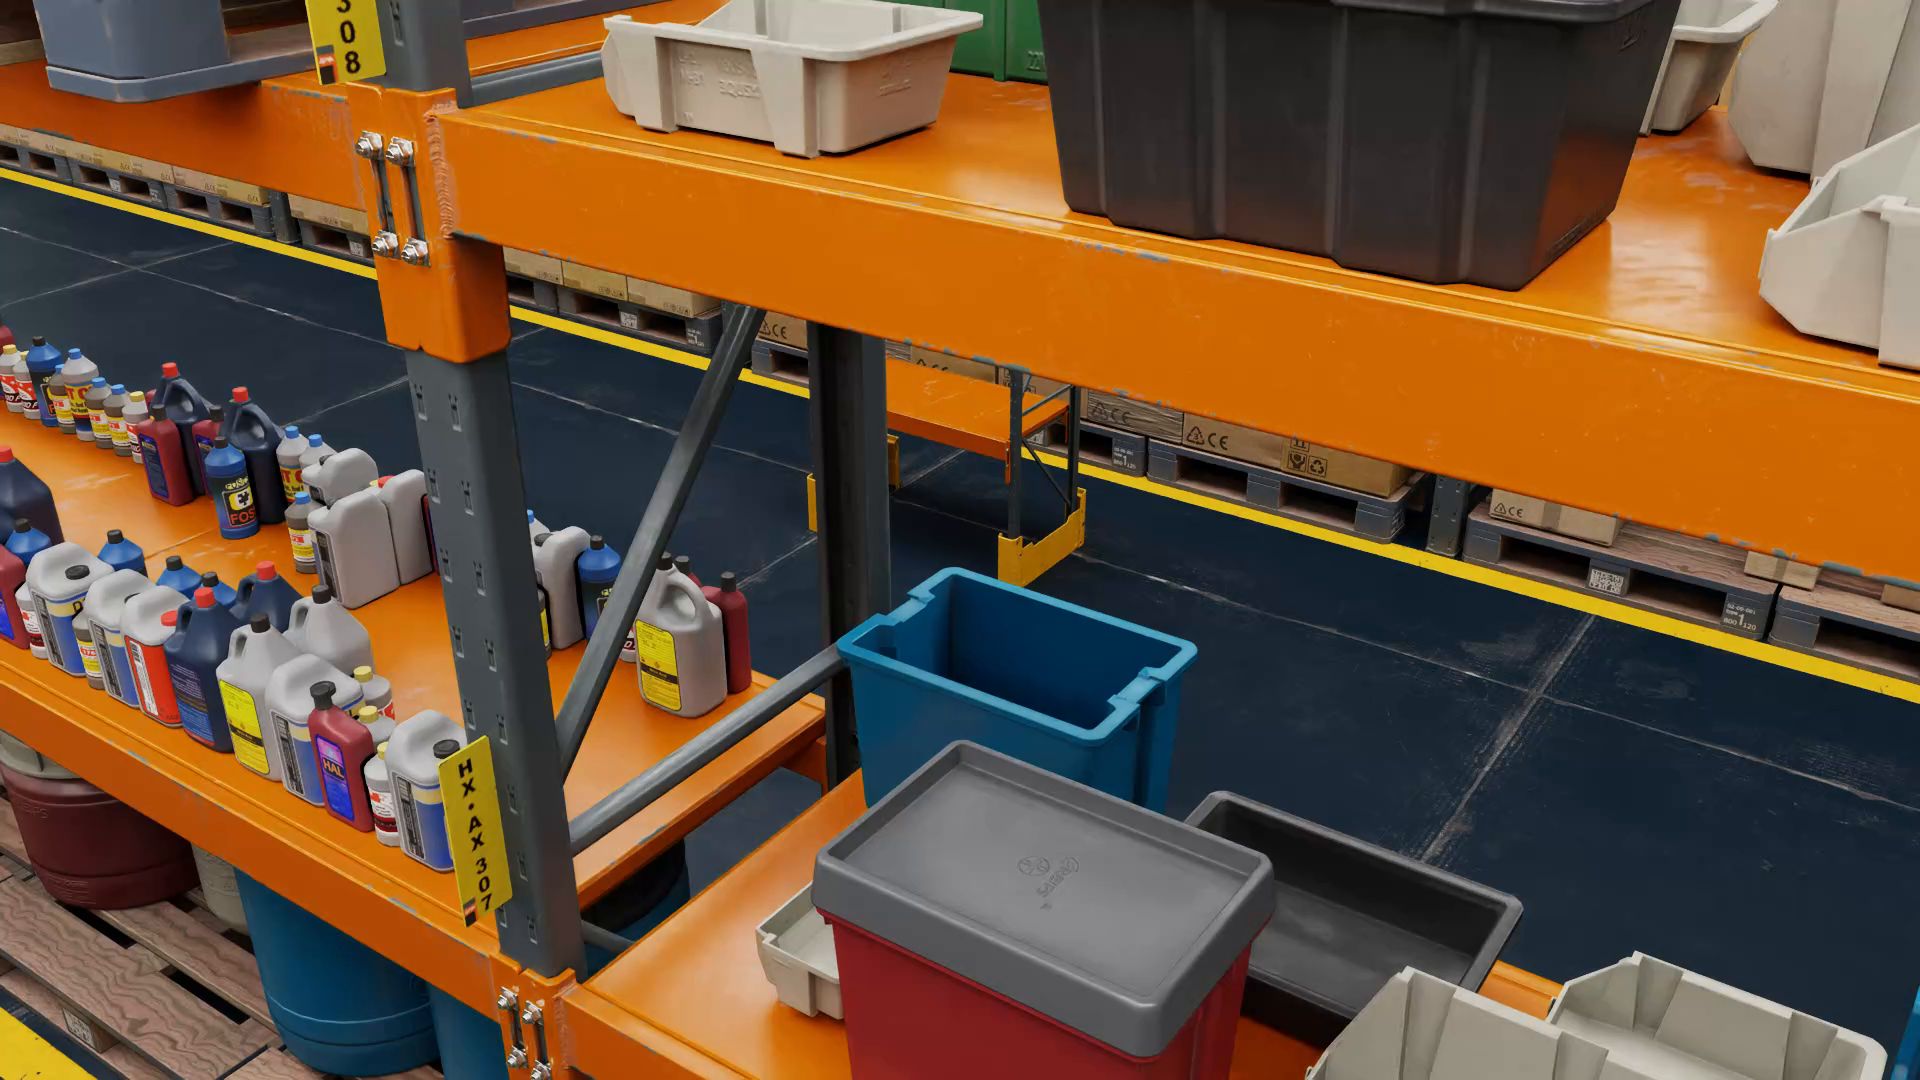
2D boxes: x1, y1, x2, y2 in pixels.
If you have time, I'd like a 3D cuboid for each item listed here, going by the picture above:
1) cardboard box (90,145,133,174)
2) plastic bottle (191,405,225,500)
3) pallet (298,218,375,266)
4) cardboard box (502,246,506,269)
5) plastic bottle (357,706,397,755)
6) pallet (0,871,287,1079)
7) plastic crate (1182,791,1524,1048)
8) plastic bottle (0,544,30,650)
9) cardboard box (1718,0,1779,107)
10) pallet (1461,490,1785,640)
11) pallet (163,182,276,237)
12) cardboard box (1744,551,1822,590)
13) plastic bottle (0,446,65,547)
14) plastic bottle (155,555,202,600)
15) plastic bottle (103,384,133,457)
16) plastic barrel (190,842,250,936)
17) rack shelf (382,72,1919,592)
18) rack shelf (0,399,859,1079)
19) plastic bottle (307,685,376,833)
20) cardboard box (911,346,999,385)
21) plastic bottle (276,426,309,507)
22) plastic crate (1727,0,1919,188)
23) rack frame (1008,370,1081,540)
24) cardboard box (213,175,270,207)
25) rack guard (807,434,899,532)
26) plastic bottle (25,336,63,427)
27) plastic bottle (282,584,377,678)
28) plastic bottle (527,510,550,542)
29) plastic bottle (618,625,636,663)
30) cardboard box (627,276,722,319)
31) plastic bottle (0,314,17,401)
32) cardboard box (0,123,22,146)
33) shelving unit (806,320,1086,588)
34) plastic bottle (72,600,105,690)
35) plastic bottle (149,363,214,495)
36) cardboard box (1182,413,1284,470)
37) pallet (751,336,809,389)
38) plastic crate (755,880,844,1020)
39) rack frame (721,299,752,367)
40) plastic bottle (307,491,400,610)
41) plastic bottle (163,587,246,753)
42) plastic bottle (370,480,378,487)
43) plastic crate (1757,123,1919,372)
[{"bbox_3d":[-6.005,-2.893,12.196,0.500,0.250,0.500,17,32,30],"label":"cardboard box"},{"bbox_3d":[-2.025,-0.238,4.540,0.133,0.283,0.061,17,32,30],"label":"plastic bottle"},{"bbox_3d":[-3.631,-2.094,11.131,1.213,0.211,1.003,17,32,30],"label":"pallet"},{"bbox_3d":[-2.800,-1.882,10.209,0.500,0.250,0.500,18,32,31],"label":"cardboard box"},{"bbox_3d":[-1.168,0.426,3.325,0.097,0.201,0.097,0,27,0],"label":"plastic bottle"},{"bbox_3d":[-2.095,1.110,4.835,1.213,0.211,1.003,17,32,30],"label":"pallet"},{"bbox_3d":[0.602,0.677,2.849,0.590,0.125,0.437,17,32,30],"label":"plastic crate"},{"bbox_3d":[-2.216,0.106,3.863,0.133,0.283,0.061,17,32,30],"label":"plastic bottle"},{"bbox_3d":[2.989,-1.588,5.851,0.500,0.500,0.500,16,31,29],"label":"cardboard box"},{"bbox_3d":[2.900,-0.037,7.090,1.213,0.211,1.003,17,32,30],"label":"pallet"},{"bbox_3d":[-4.892,-2.488,11.906,1.213,0.211,1.003,17,32,30],"label":"pallet"},{"bbox_3d":[3.277,0.017,6.548,0.250,0.166,0.380,17,32,30],"label":"cardboard box"},{"bbox_3d":[-2.349,-0.072,4.138,0.185,0.351,0.144,17,32,30],"label":"plastic bottle"},{"bbox_3d":[-1.753,0.162,3.766,0.097,0.271,0.097,0,27,0],"label":"plastic bottle"},{"bbox_3d":[-2.439,-0.354,4.858,0.097,0.201,0.097,0,27,0],"label":"plastic bottle"},{"bbox_3d":[-1.910,0.810,4.632,0.421,0.512,0.421,0,27,0],"label":"plastic barrel"},{"bbox_3d":[1.175,-0.108,1.642,4.000,0.370,1.077,17,32,30],"label":"rack shelf"},{"bbox_3d":[-2.122,0.201,4.340,4.000,0.370,1.077,17,32,30],"label":"rack shelf"},{"bbox_3d":[-1.198,0.424,3.239,0.133,0.283,0.061,17,32,30],"label":"plastic bottle"},{"bbox_3d":[0.096,-1.079,8.334,0.500,0.500,0.500,17,31,30],"label":"cardboard box"},{"bbox_3d":[-1.754,-0.172,4.423,0.097,0.271,0.097,0,27,0],"label":"plastic bottle"},{"bbox_3d":[1.172,-0.547,1.841,0.530,0.282,0.437,17,32,30],"label":"plastic crate"},{"bbox_3d":[0.349,-0.560,6.696,0.032,1.500,0.500,17,32,30],"label":"rack frame"},{"bbox_3d":[-4.766,-2.510,11.443,0.500,0.250,0.500,17,32,30],"label":"cardboard box"},{"bbox_3d":[-0.473,-0.259,7.483,0.087,0.250,0.587,17,32,30],"label":"rack guard"},{"bbox_3d":[-2.760,-0.485,5.038,0.097,0.271,0.097,0,27,0],"label":"plastic bottle"},{"bbox_3d":[-1.334,0.249,3.508,0.185,0.351,0.144,17,32,30],"label":"plastic bottle"},{"bbox_3d":[-1.021,0.056,3.974,0.097,0.271,0.097,0,27,0],"label":"plastic bottle"},{"bbox_3d":[-0.749,0.172,3.824,0.097,0.201,0.097,0,27,0],"label":"plastic bottle"},{"bbox_3d":[-1.535,-1.489,9.438,0.500,0.250,0.500,18,32,31],"label":"cardboard box"},{"bbox_3d":[-3.005,-0.577,5.206,0.133,0.283,0.061,17,32,30],"label":"plastic bottle"},{"bbox_3d":[-7.241,-3.279,12.954,0.500,0.250,0.500,17,32,30],"label":"cardboard box"},{"bbox_3d":[-0.063,-0.688,6.948,1.083,1.500,0.587,17,32,30],"label":"shelving unit"},{"bbox_3d":[-1.920,0.225,3.720,0.097,0.201,0.097,0,27,0],"label":"plastic bottle"},{"bbox_3d":[-2.146,-0.317,4.619,0.185,0.351,0.144,17,32,30],"label":"plastic bottle"},{"bbox_3d":[1.363,-0.688,7.566,0.500,0.500,0.500,17,32,30],"label":"cardboard box"},{"bbox_3d":[-0.369,-1.035,9.051,1.213,0.211,1.003,17,32,30],"label":"pallet"},{"bbox_3d":[-0.170,0.658,2.874,0.243,0.136,0.396,17,32,30],"label":"plastic crate"},{"bbox_3d":[-0.963,-2.484,8.823,0.127,3.000,1.000,17,32,30],"label":"rack frame"},{"bbox_3d":[-1.488,0.007,4.065,0.135,0.276,0.152,17,32,30],"label":"plastic bottle"},{"bbox_3d":[-1.568,0.255,3.496,0.185,0.351,0.144,17,32,30],"label":"plastic bottle"},{"bbox_3d":[-1.482,-0.056,4.272,0.097,0.201,0.097,0,27,0],"label":"plastic bottle"},{"bbox_3d":[0.980,-0.236,1.389,0.530,0.136,0.437,17,32,30],"label":"plastic crate"}]
